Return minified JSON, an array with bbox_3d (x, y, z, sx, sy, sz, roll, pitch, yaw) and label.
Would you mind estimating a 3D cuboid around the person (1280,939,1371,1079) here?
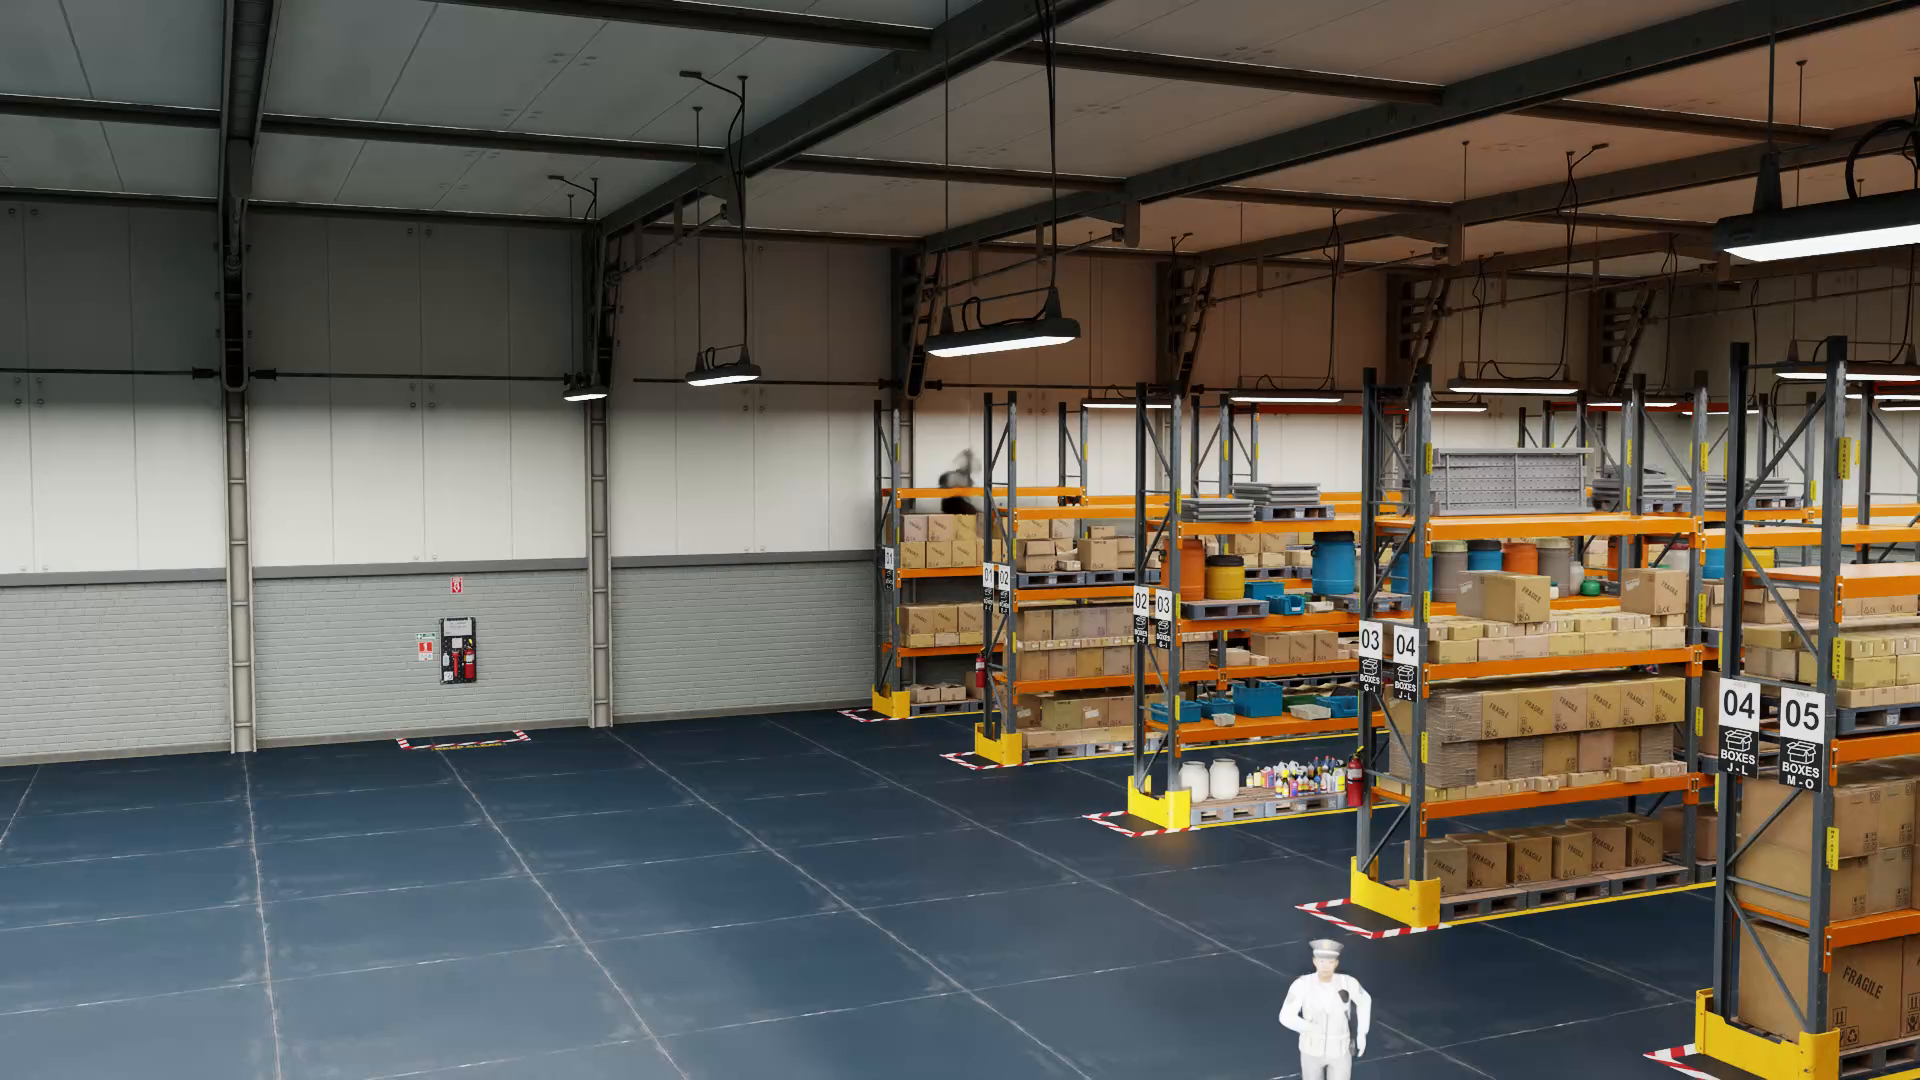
[{"bbox_3d":[2.560,3.627,11.669,0.612,1.747,0.805,1,3,15],"label":"person"}]
